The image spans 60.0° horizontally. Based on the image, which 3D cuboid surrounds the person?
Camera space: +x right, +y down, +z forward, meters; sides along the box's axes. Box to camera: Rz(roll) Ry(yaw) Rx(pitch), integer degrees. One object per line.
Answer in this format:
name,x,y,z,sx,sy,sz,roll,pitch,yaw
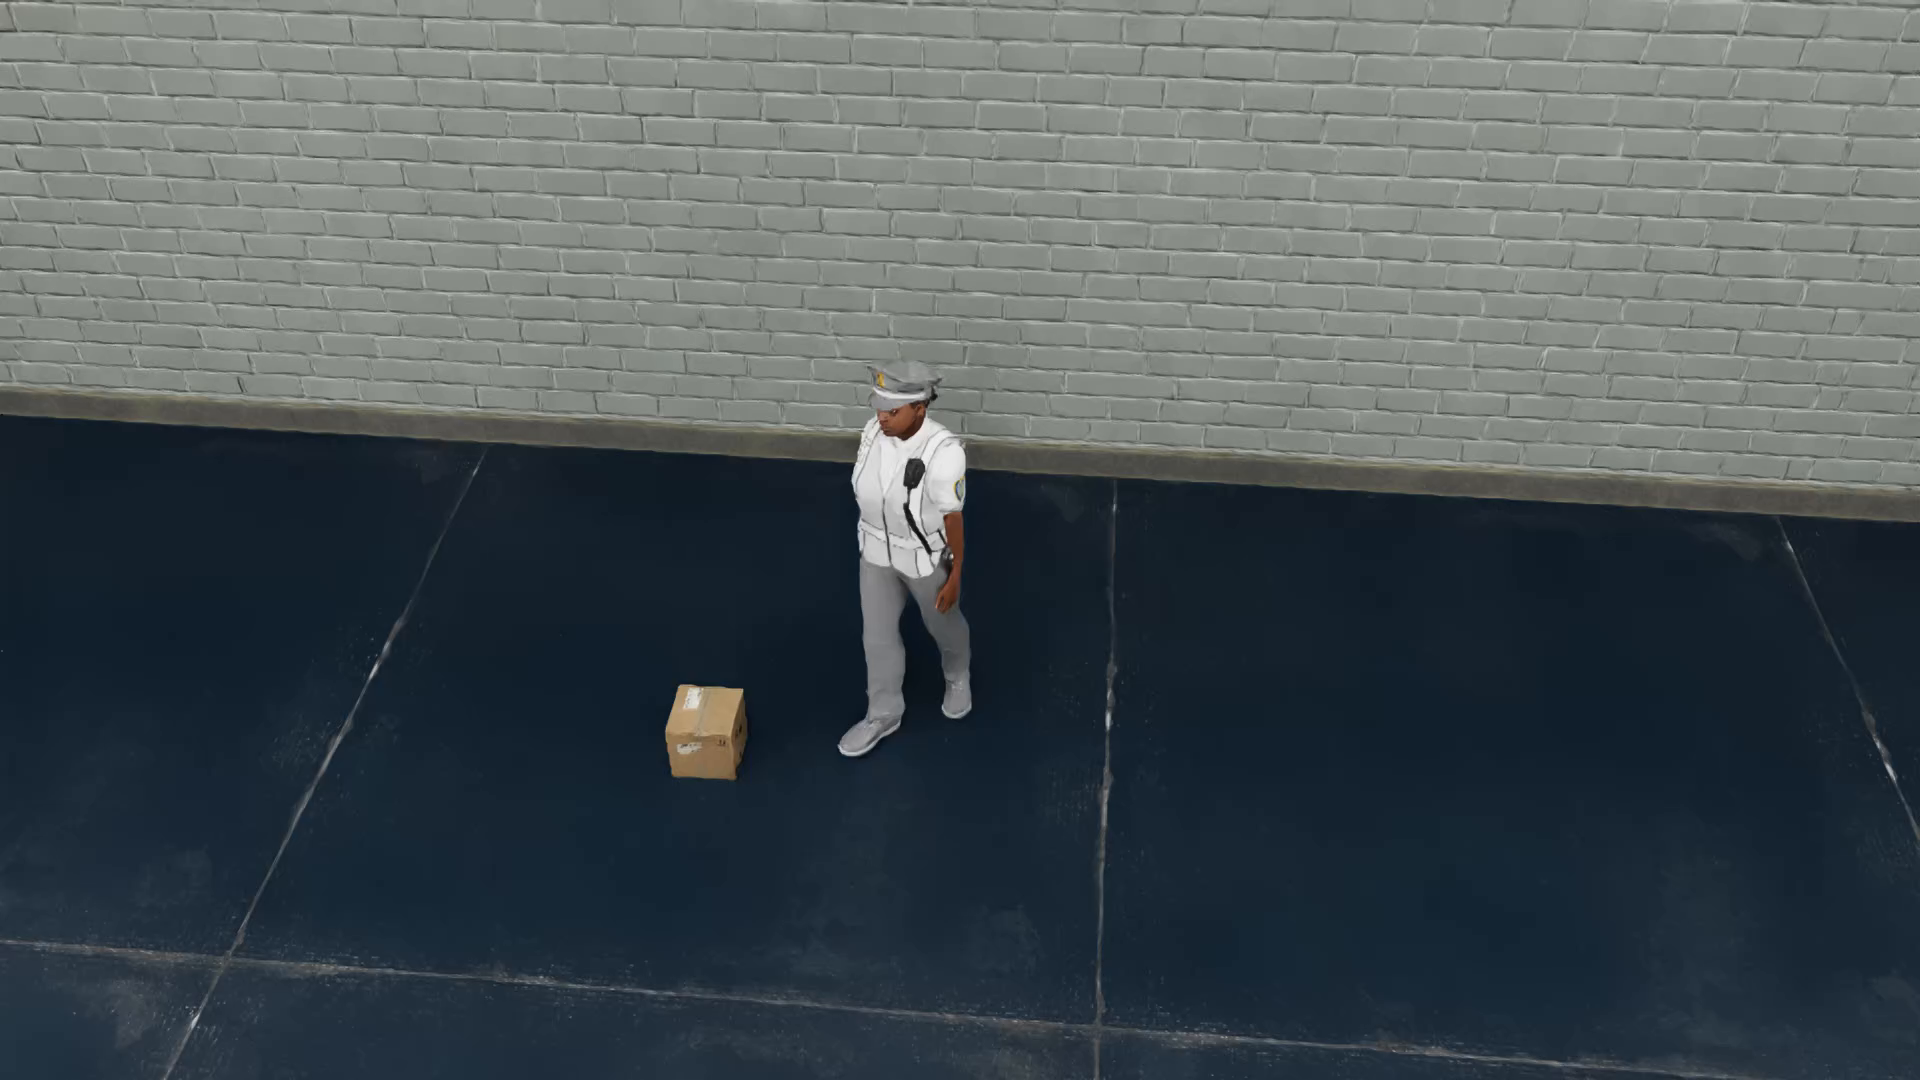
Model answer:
person,-0.187,0.065,6.051,0.441,1.672,0.633,20,44,22
